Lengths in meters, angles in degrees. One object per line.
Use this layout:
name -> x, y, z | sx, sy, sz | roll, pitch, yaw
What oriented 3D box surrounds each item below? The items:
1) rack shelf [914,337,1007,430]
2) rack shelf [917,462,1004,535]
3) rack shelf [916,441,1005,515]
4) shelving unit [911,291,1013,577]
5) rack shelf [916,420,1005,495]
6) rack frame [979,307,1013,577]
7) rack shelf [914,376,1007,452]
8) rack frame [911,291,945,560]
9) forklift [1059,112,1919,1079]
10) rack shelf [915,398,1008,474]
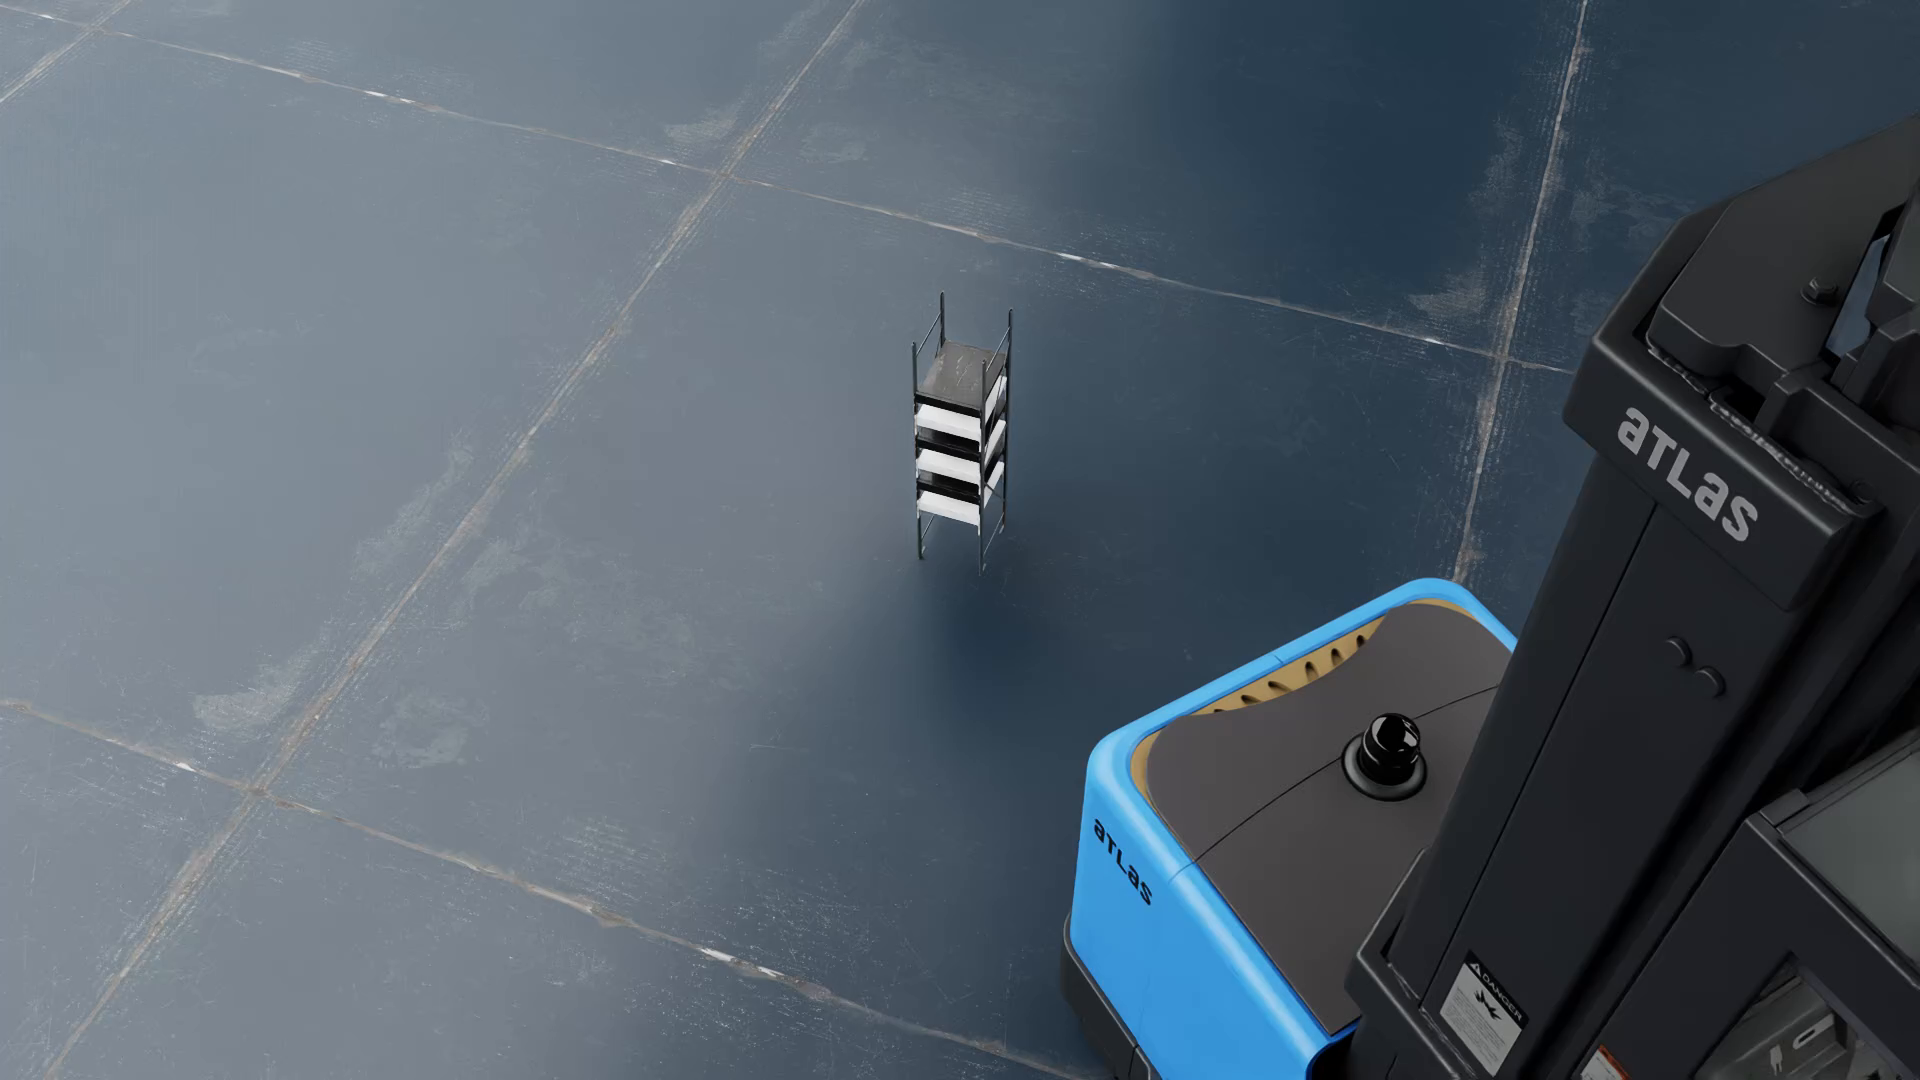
rack shelf -> 0.008, -0.448, 4.729 | 0.200, 0.077, 0.258 | 16, 51, 13
rack shelf -> 0.008, -0.153, 5.069 | 0.200, 0.077, 0.258 | 16, 51, 13
rack shelf -> 0.008, -0.212, 5.001 | 0.200, 0.077, 0.258 | 16, 51, 13
shelving unit -> 0.008, -0.293, 4.908 | 0.210, 0.900, 0.258 | 16, 51, 13
rack shelf -> 0.008, -0.271, 4.933 | 0.200, 0.077, 0.258 | 16, 51, 13
rack frame -> 0.103, -0.266, 4.885 | 0.006, 0.900, 0.240 | 16, 51, 13
rack shelf -> 0.008, -0.389, 4.797 | 0.200, 0.077, 0.258 | 16, 51, 13
rack frame -> -0.088, -0.319, 4.931 | 0.006, 0.900, 0.240 | 16, 51, 13
forklift -> 1.429, 0.952, 2.485 | 1.130, 2.935, 3.031 | -24, 53, -19
rack shelf -> 0.008, -0.330, 4.865 | 0.200, 0.077, 0.258 | 16, 51, 13
